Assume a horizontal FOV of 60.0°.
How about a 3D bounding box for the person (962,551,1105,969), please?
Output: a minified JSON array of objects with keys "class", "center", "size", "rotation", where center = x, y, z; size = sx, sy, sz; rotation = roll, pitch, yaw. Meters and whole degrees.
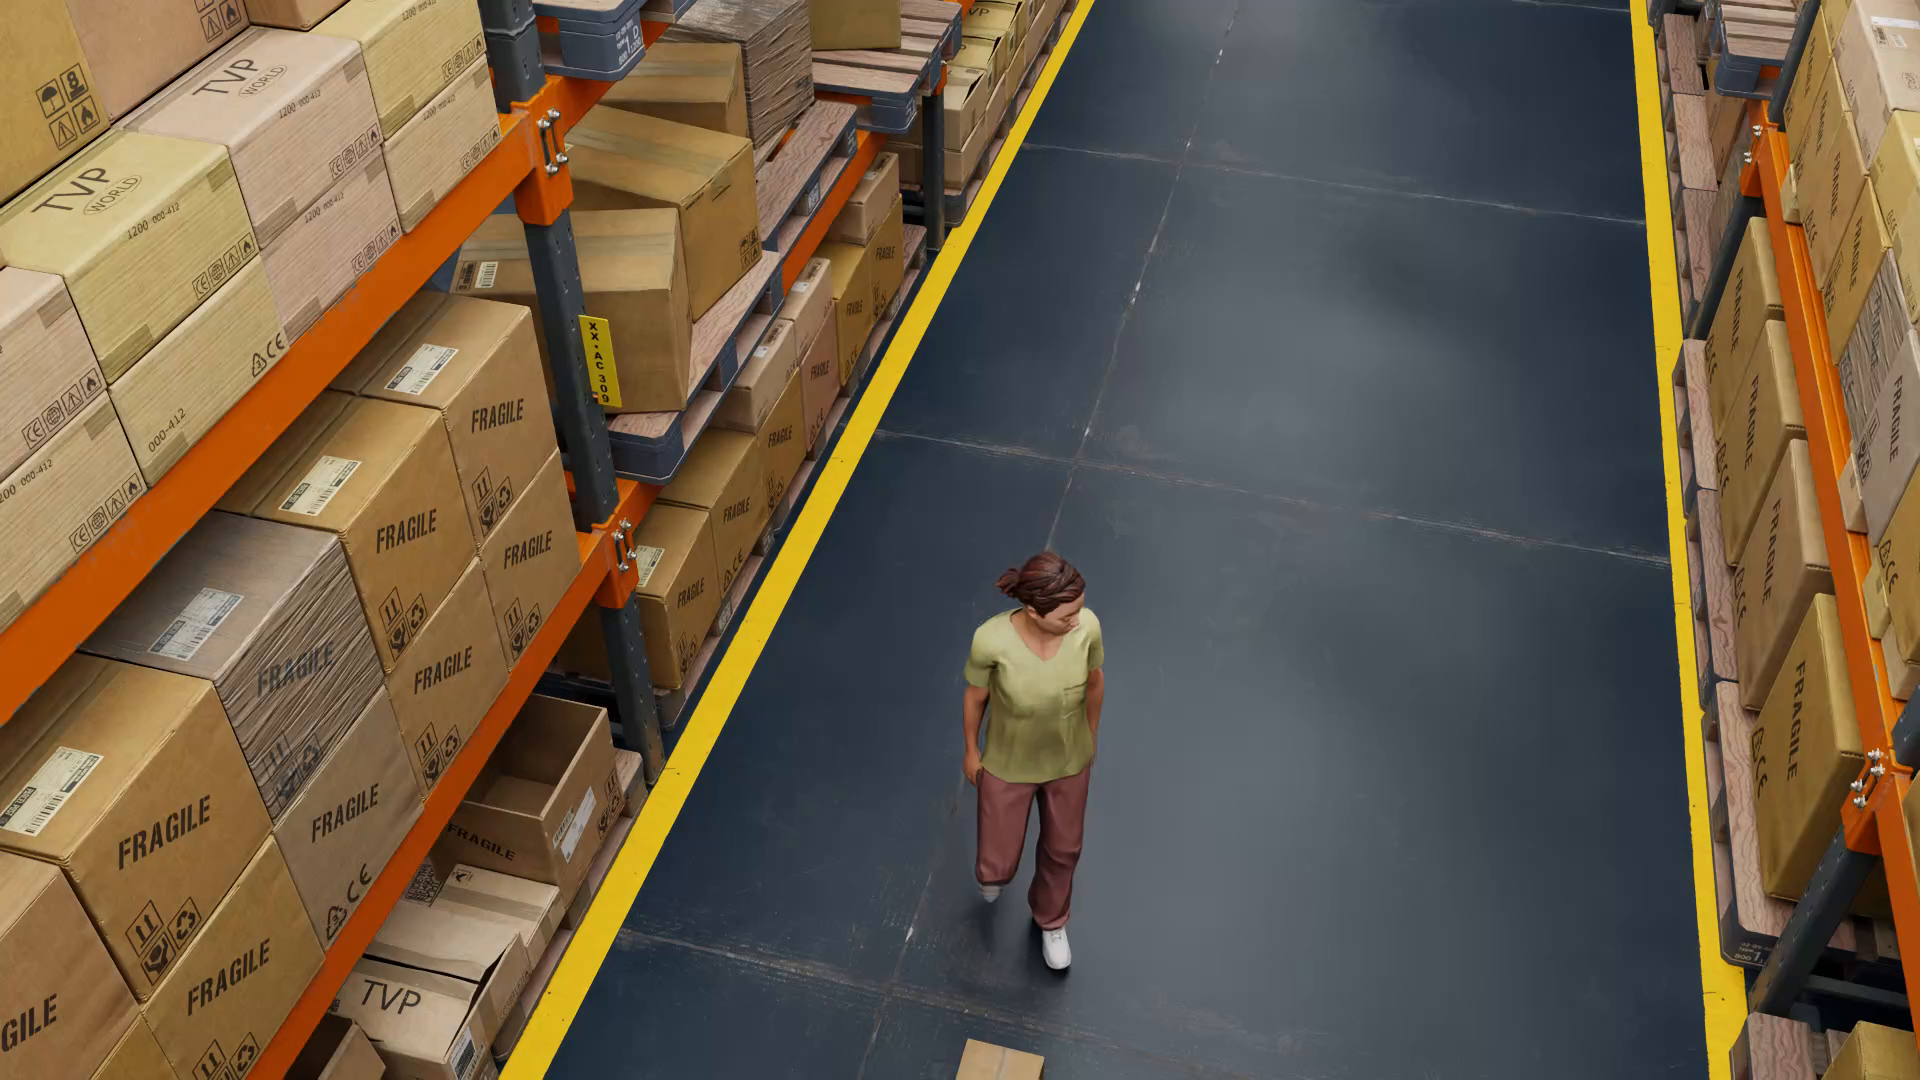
[{"class":"person","center":[0.246,0.702,5.330],"size":[0.467,1.676,0.509],"rotation":[-9,42,-10]}]
